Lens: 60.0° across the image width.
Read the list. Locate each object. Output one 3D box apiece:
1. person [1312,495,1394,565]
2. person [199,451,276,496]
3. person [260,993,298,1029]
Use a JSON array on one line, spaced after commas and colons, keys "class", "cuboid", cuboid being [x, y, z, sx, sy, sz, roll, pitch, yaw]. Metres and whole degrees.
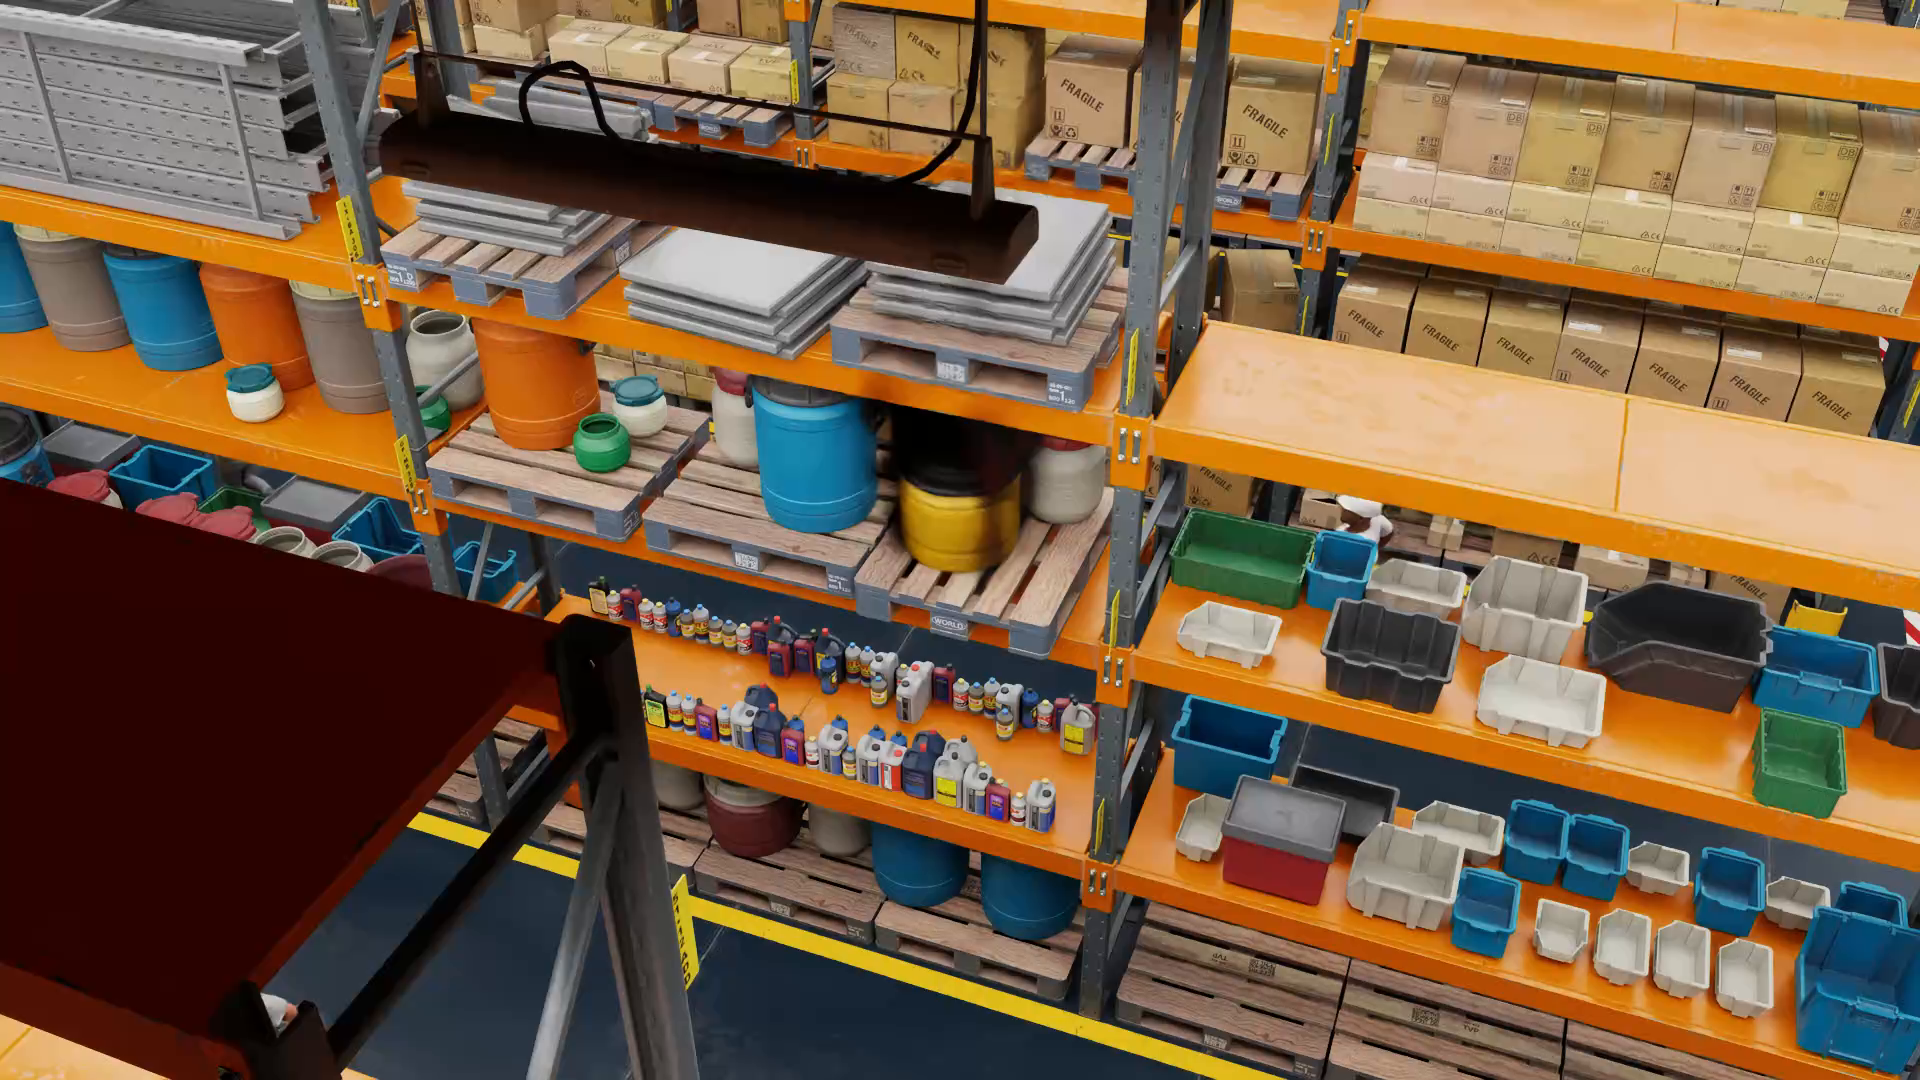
[{"class": "person", "cuboid": [2.624, 0.401, 11.372, 0.770, 1.827, 0.673, 4, 37, 5]}, {"class": "person", "cuboid": [-5.606, -0.661, 12.989, 0.539, 1.575, 0.559, 13, 38, 17]}, {"class": "person", "cuboid": [-3.496, 2.766, 8.144, 0.876, 1.844, 0.643, 6, 37, 8]}]
